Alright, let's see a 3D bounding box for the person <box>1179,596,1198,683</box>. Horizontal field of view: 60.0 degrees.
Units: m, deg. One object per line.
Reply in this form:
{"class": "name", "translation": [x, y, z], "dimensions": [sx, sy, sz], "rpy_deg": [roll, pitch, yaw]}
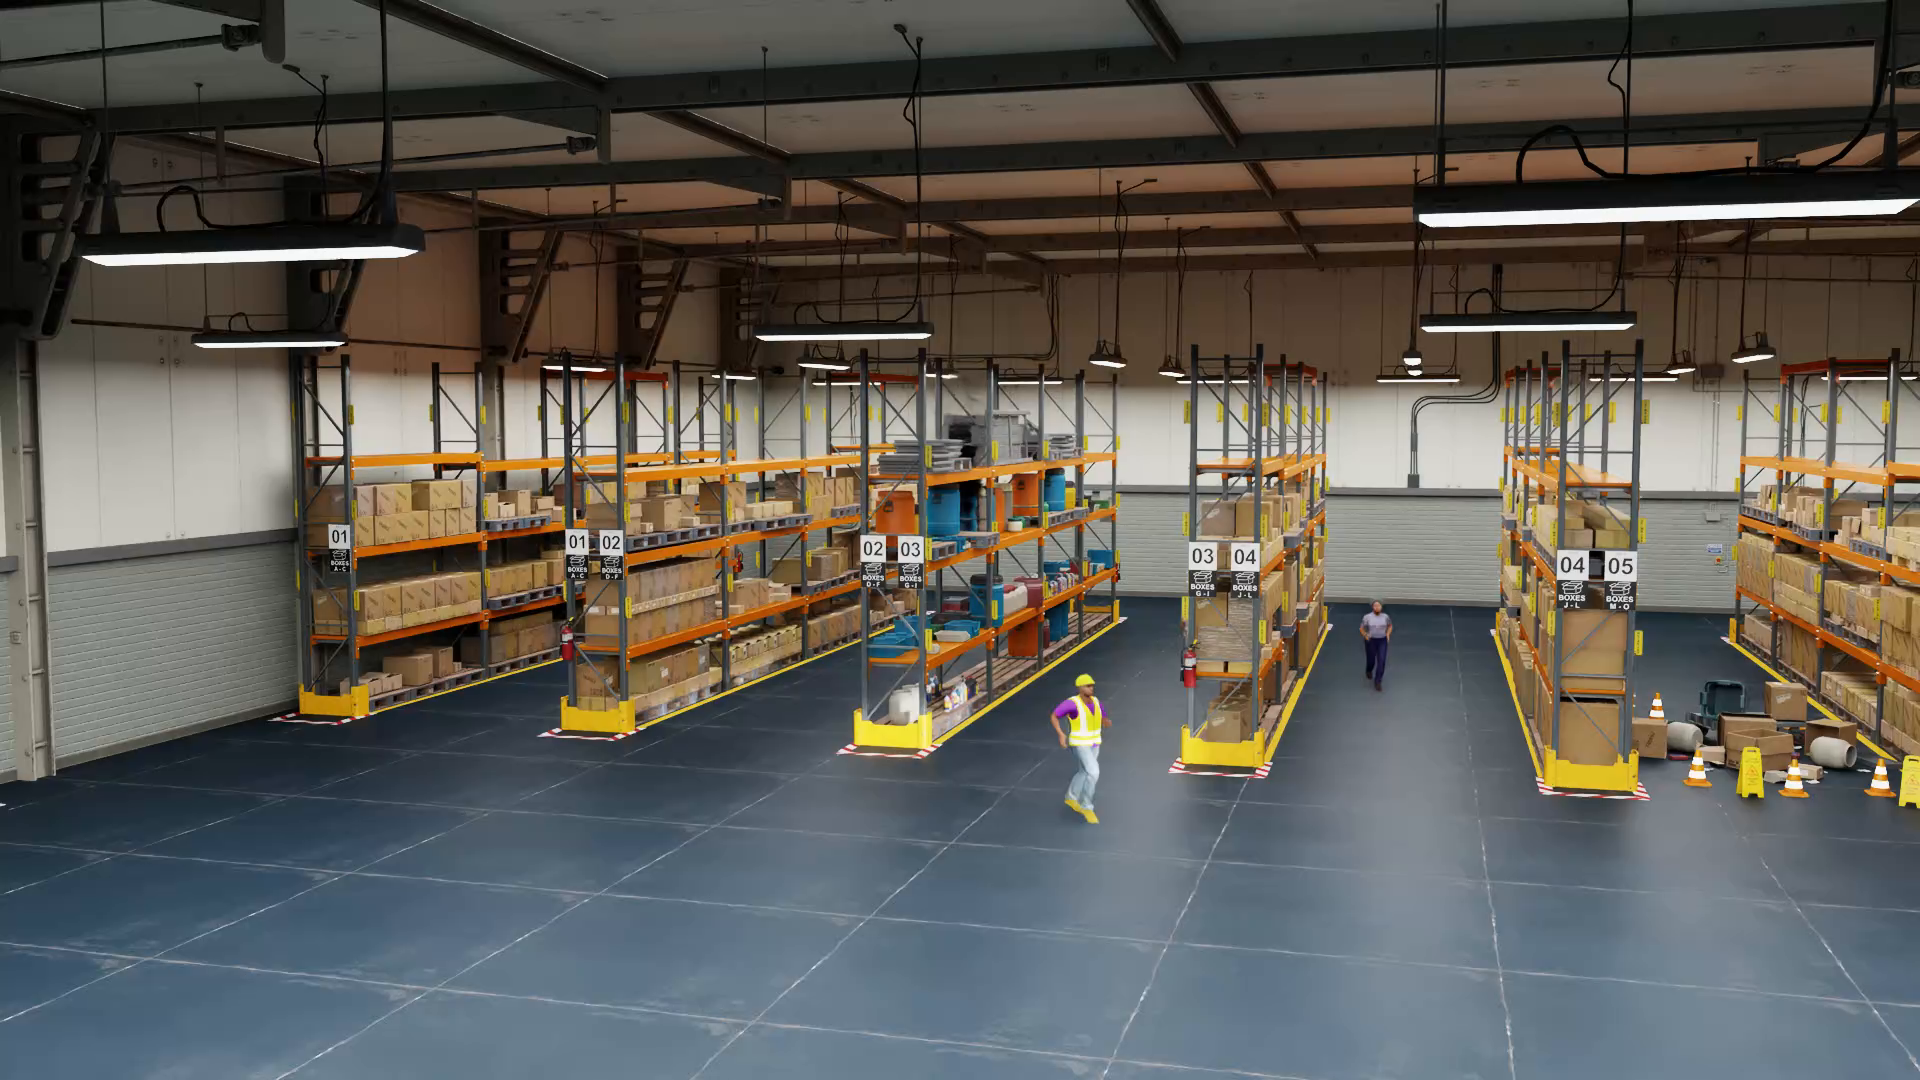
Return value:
{"class": "person", "translation": [4.432, 1.824, 31.398], "dimensions": [0.579, 1.682, 0.764], "rpy_deg": [0, 4, 5]}

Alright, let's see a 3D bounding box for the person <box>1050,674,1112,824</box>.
{"class": "person", "translation": [1.553, 2.573, 20.636], "dimensions": [0.677, 1.820, 0.765], "rpy_deg": [-4, 6, -44]}

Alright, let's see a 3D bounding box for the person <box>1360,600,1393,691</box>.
{"class": "person", "translation": [7.651, 1.916, 30.550], "dimensions": [0.608, 1.628, 0.760], "rpy_deg": [0, 4, 6]}
